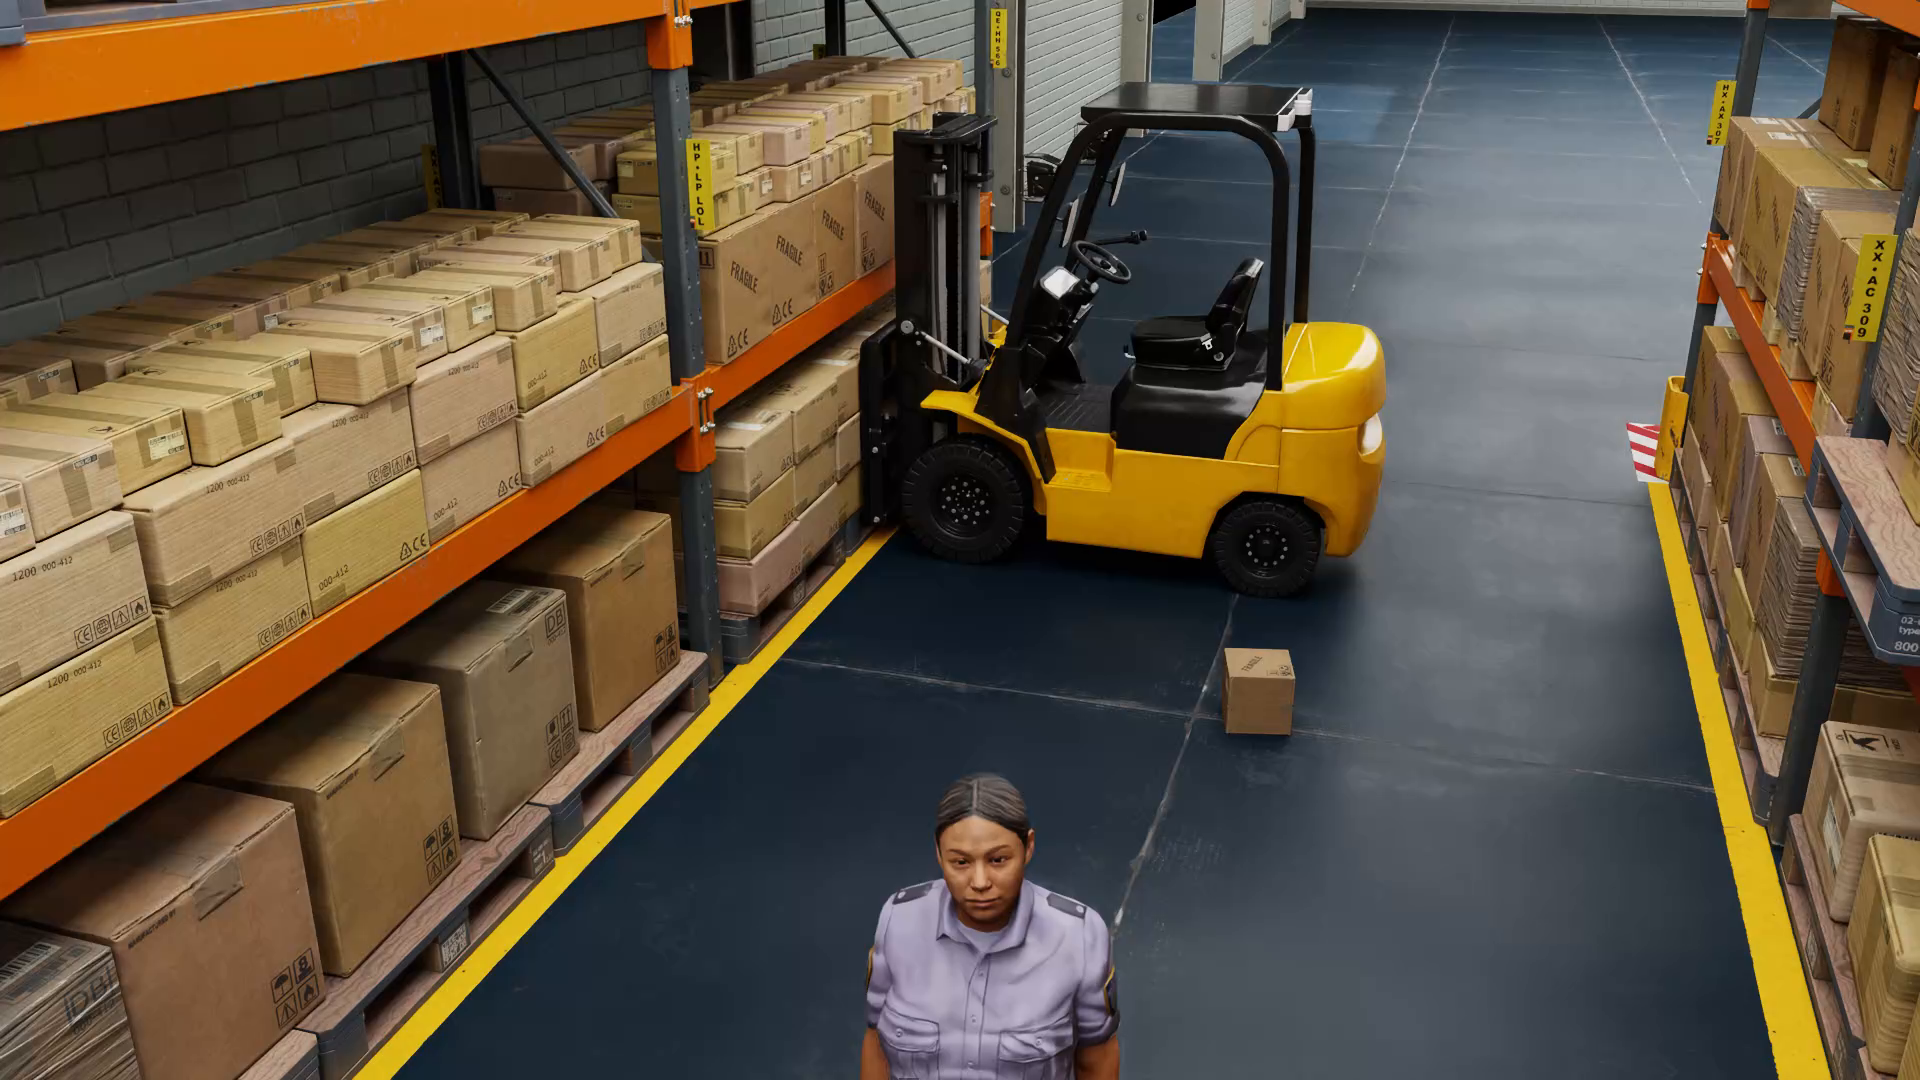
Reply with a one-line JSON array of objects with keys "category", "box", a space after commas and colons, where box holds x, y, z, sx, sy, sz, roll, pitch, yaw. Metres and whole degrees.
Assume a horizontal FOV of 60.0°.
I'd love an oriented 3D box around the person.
[{"category": "person", "box": [0.041, 1.193, 3.110, 0.477, 1.639, 0.446, 5, 23, 12]}]
